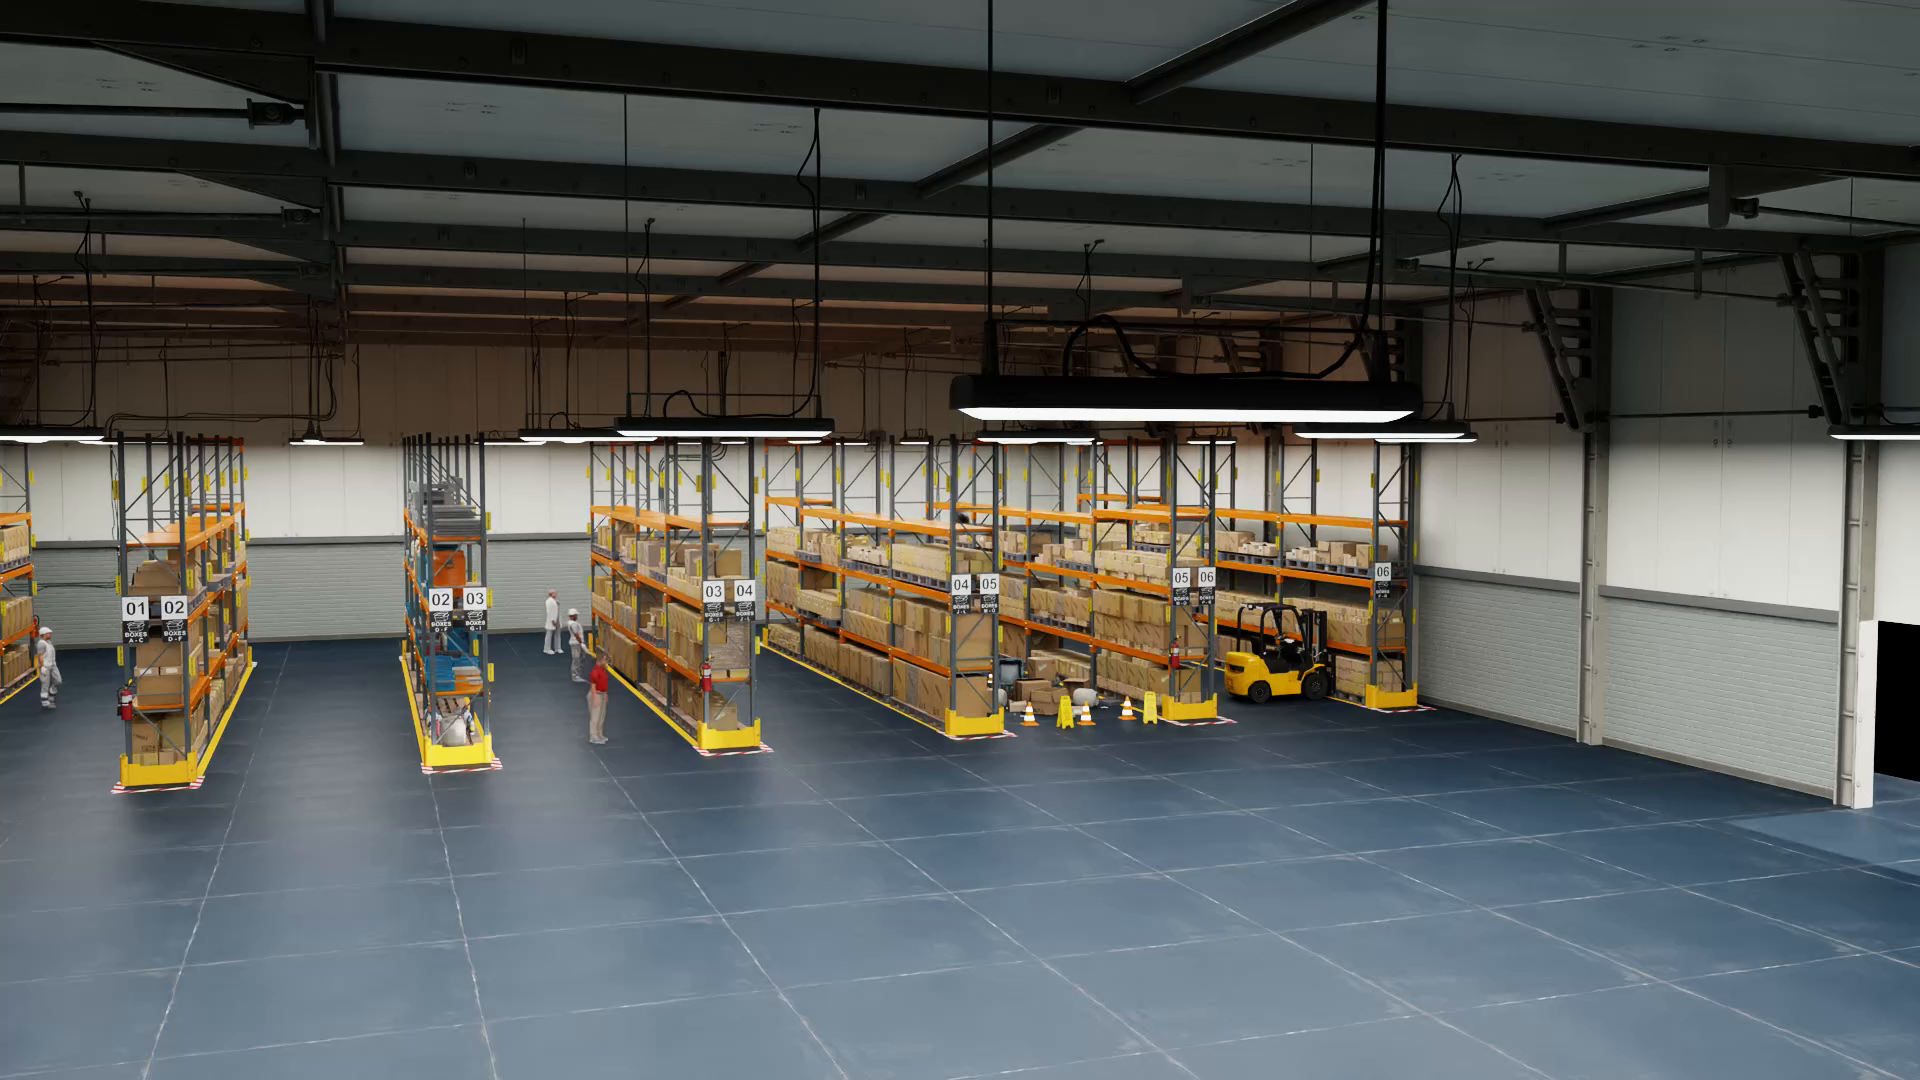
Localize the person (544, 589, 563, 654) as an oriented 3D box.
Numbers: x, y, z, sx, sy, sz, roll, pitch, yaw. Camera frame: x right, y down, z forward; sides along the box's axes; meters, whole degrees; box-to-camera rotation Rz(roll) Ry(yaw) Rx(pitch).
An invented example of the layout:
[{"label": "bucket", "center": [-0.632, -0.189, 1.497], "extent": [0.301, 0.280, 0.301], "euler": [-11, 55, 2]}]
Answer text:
[{"label": "person", "center": [-11.322, 2.266, 46.393], "extent": [0.451, 1.789, 0.616], "euler": [1, 3, 23]}]

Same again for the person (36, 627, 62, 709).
[{"label": "person", "center": [-20.069, 2.808, 36.593], "extent": [0.456, 1.794, 0.598], "euler": [0, 3, 8]}]

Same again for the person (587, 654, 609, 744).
[{"label": "person", "center": [-7.033, 3.073, 32.321], "extent": [0.375, 1.743, 0.564], "euler": [0, 3, 6]}]

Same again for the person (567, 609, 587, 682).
[{"label": "person", "center": [-9.356, 2.591, 40.697], "extent": [0.608, 1.833, 0.593], "euler": [0, 3, 8]}]
